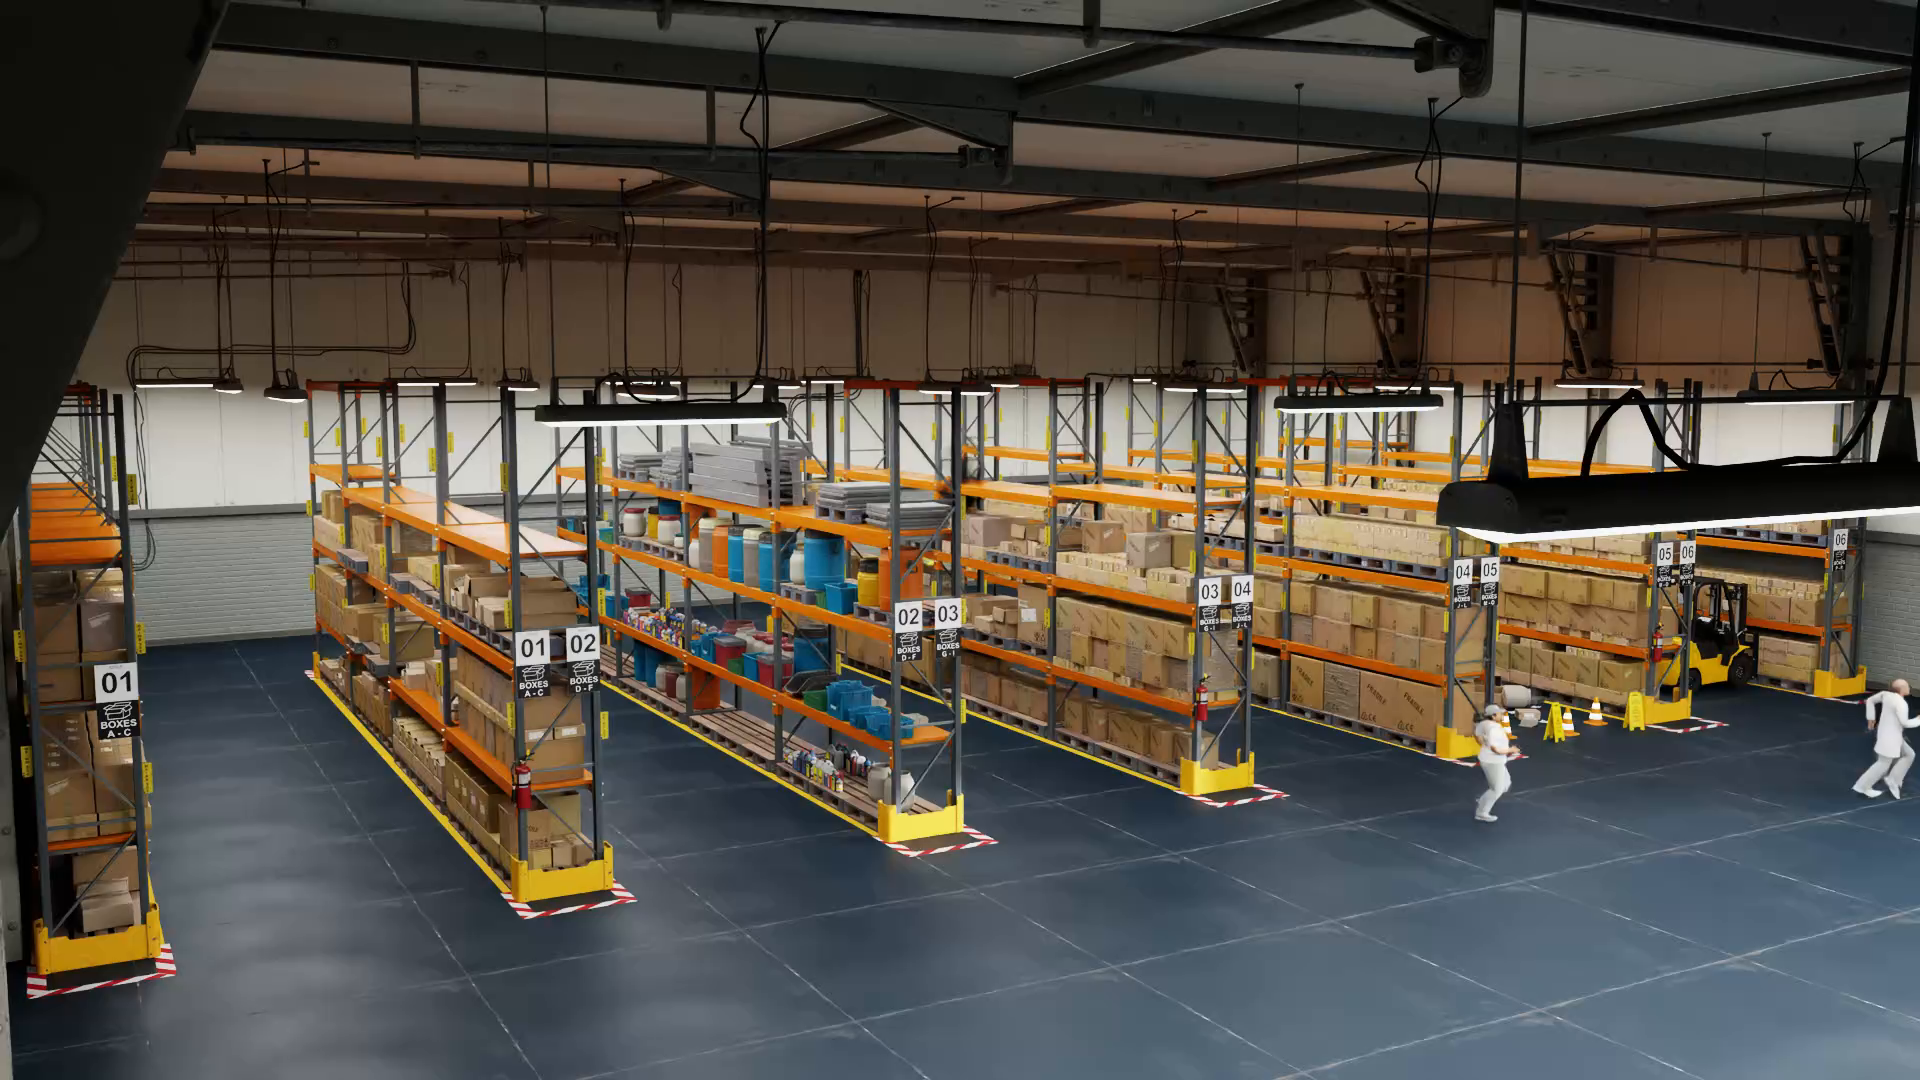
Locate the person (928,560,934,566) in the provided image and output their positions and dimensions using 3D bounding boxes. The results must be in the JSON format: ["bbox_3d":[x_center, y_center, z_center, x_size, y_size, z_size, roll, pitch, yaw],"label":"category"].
[{"bbox_3d":[-0.720,1.311,39.436,0.802,1.661,0.585,-1,6,-8],"label":"person"}]

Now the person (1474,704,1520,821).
[{"bbox_3d":[7.421,3.074,22.977,0.565,1.632,0.592,1,6,7],"label":"person"}]

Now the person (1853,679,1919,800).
[{"bbox_3d":[13.486,2.891,24.119,0.893,1.781,0.751,1,6,12],"label":"person"}]
